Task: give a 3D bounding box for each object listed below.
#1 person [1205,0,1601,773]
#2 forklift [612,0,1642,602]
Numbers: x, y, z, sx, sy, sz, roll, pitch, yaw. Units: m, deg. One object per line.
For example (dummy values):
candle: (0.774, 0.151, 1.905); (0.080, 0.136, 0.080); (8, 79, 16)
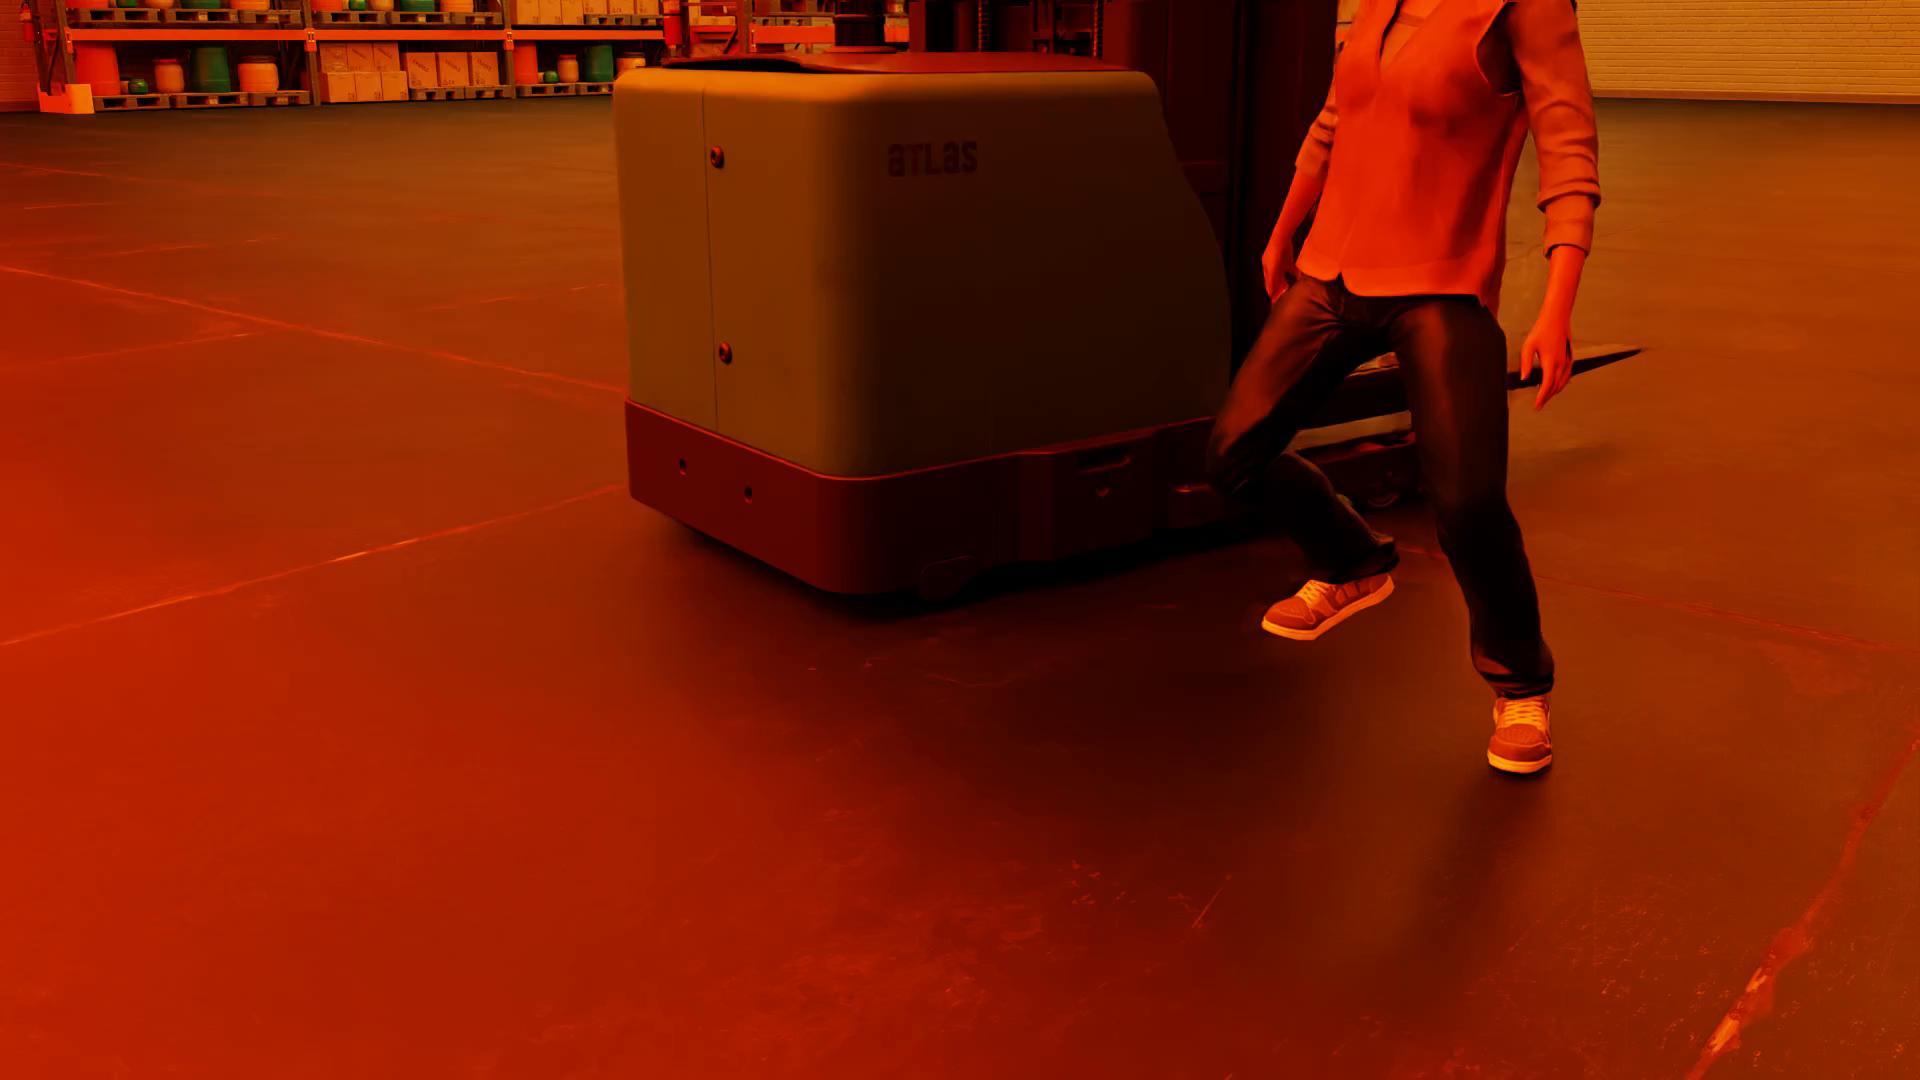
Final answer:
person: (0.723, -0.415, 2.747); (0.445, 1.507, 0.763); (-10, 20, -31)
forklift: (0.681, -1.595, 4.149); (3.031, 2.935, 1.130); (-12, 21, -35)
